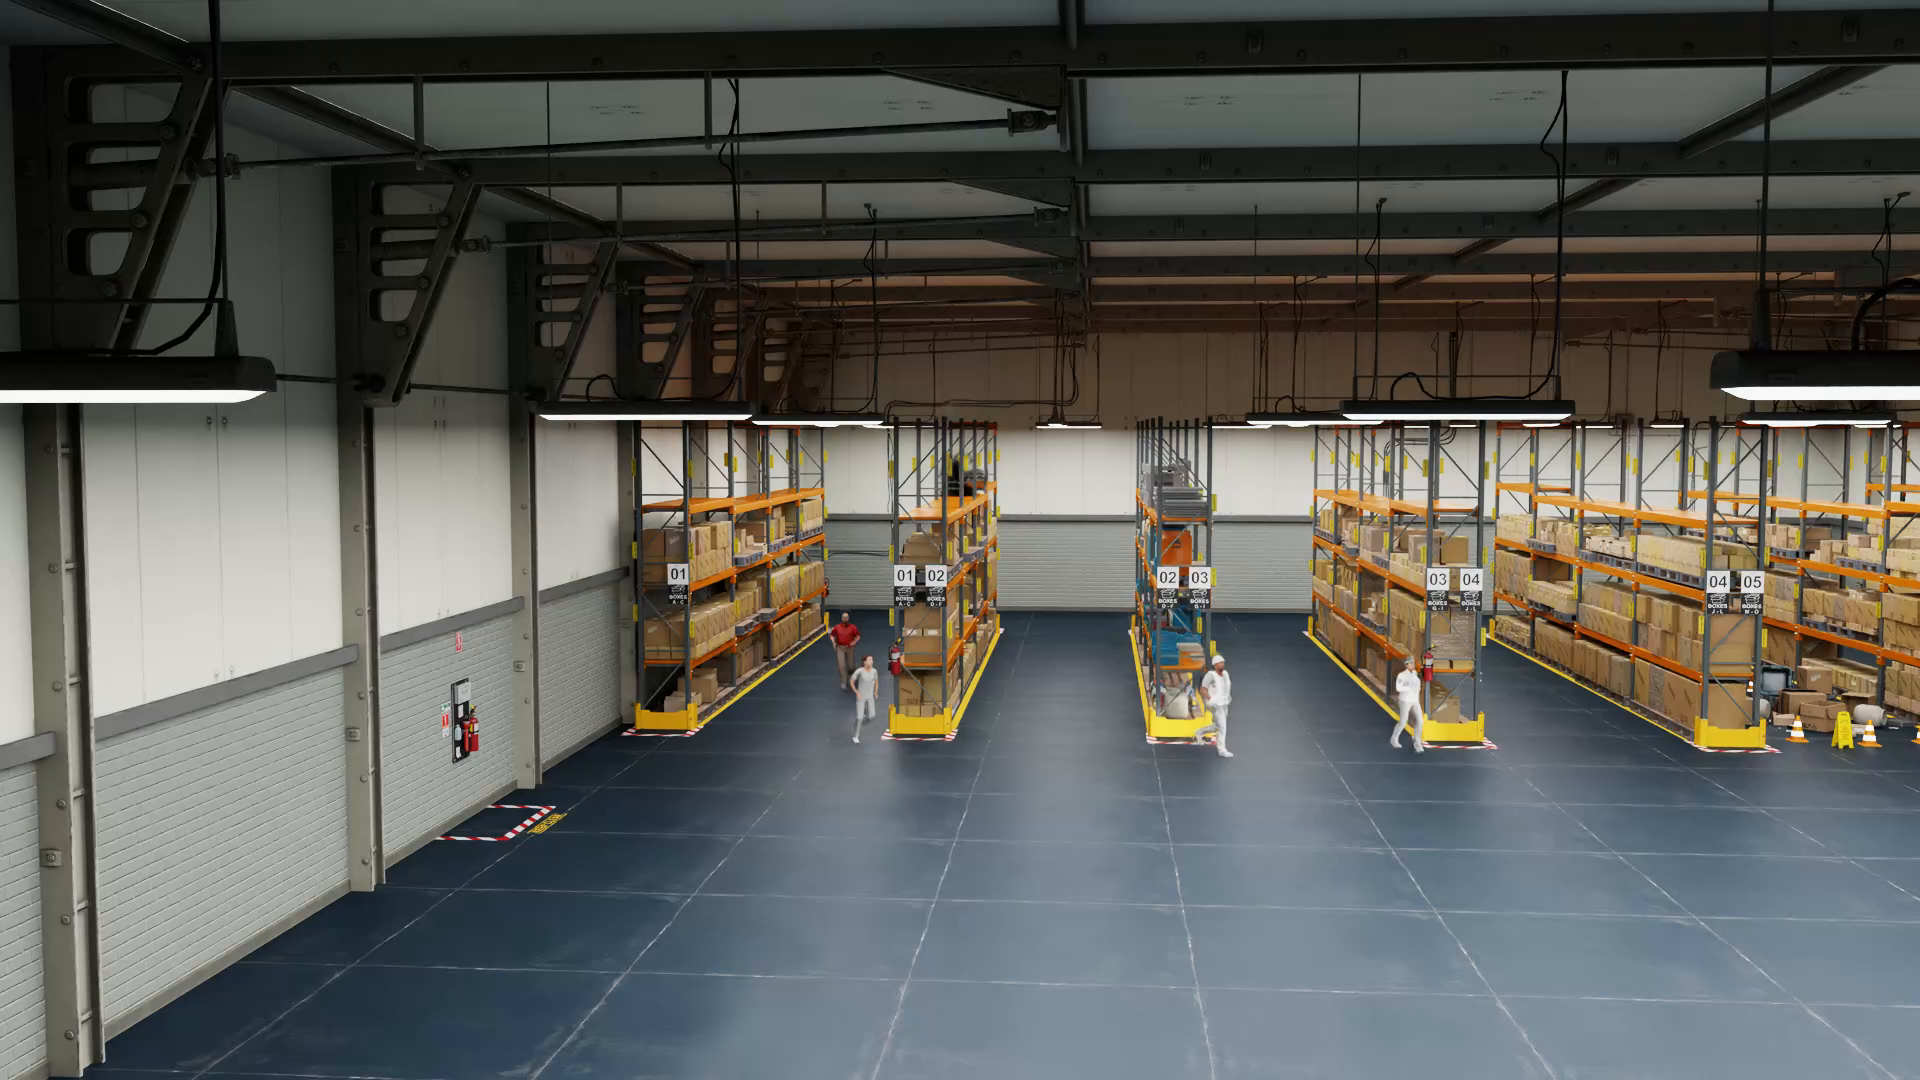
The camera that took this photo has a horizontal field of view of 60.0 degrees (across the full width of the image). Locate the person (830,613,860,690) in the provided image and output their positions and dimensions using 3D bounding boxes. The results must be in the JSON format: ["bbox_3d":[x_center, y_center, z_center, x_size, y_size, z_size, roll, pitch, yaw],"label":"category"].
[{"bbox_3d":[-2.564,2.465,37.041,0.669,1.673,0.712,0,4,-5],"label":"person"}]

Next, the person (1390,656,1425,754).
[{"bbox_3d":[8.012,2.941,29.754,0.609,1.778,0.671,-2,4,-28],"label":"person"}]

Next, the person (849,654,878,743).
[{"bbox_3d":[-1.742,2.926,30.770,0.617,1.614,0.533,-2,4,-28],"label":"person"}]

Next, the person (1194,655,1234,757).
[{"bbox_3d":[4.510,2.913,29.401,0.829,1.776,0.694,4,5,44],"label":"person"}]
